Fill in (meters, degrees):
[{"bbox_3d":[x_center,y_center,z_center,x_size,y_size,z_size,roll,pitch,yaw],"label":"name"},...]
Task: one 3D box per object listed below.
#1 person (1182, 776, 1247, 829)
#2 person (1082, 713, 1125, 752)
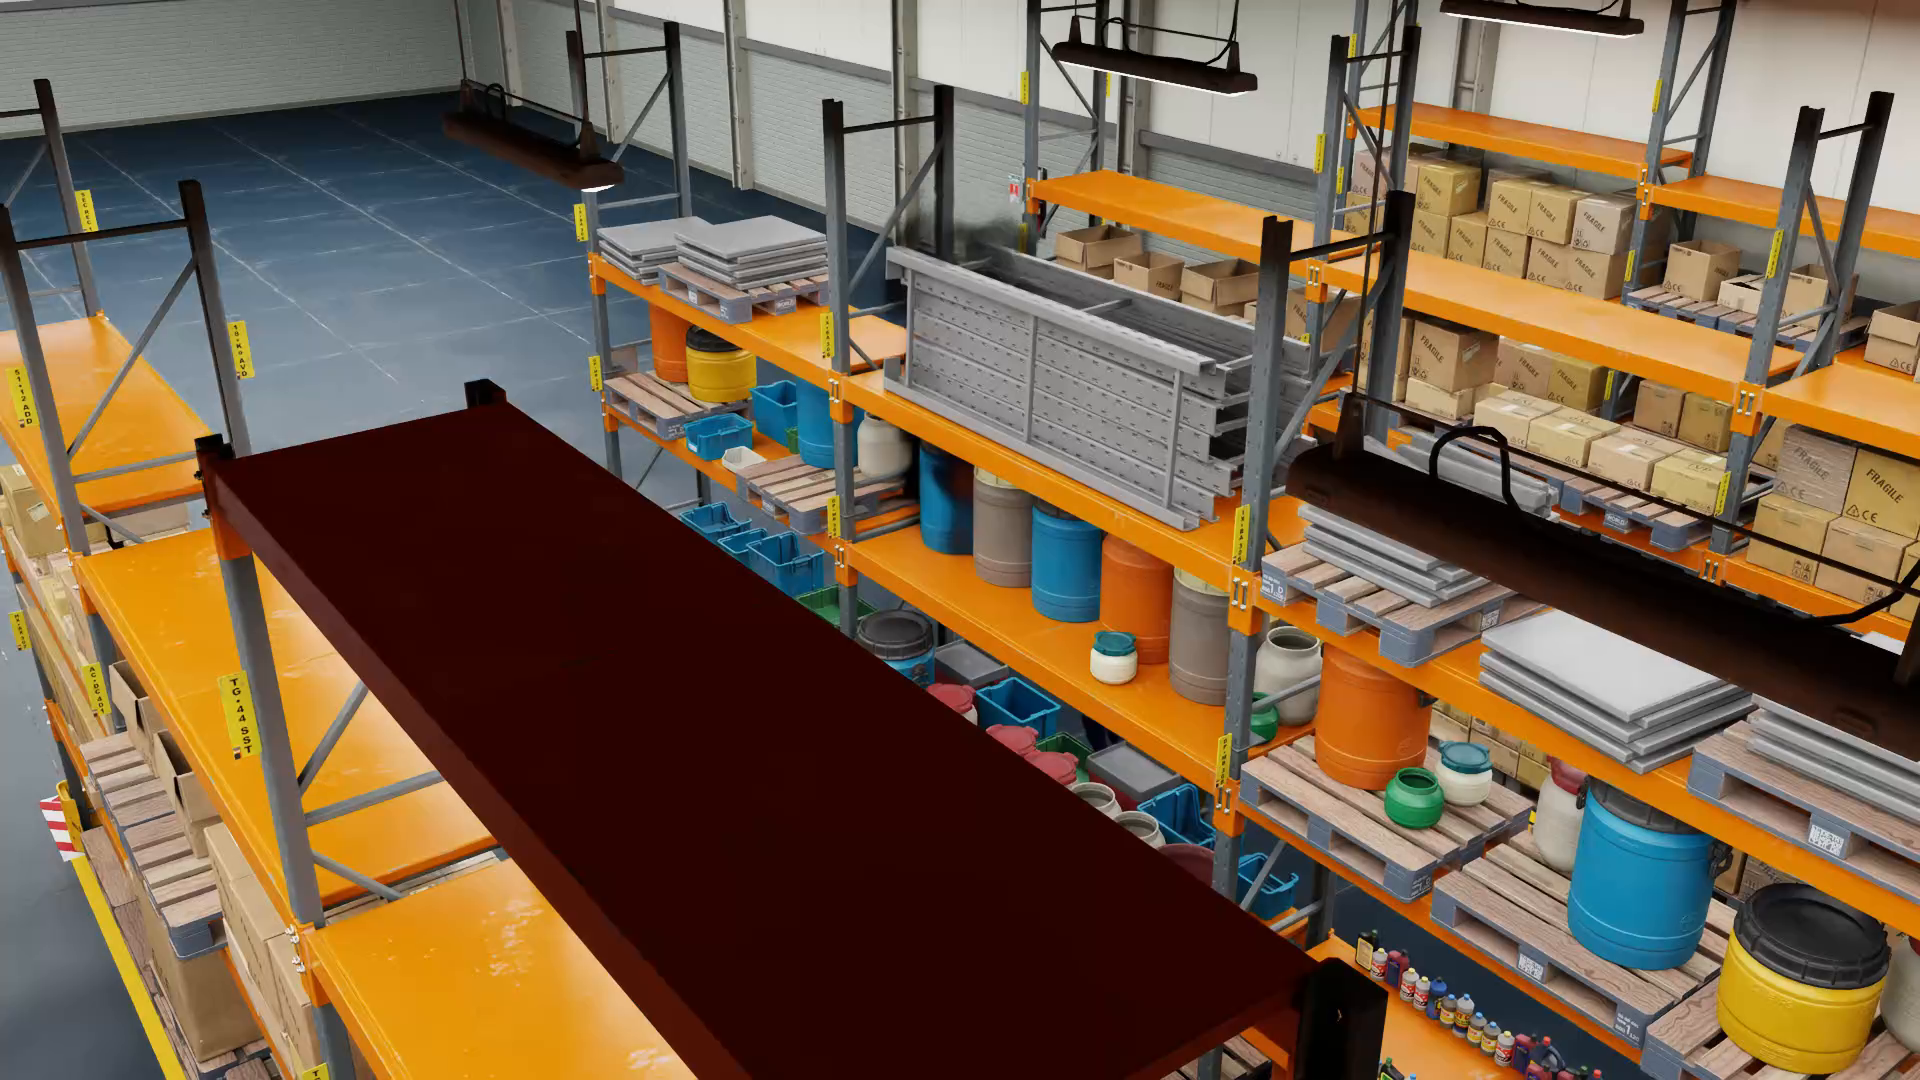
[{"bbox_3d":[1.972,1.476,13.083,0.740,1.911,0.791,-16,29,-31],"label":"person"},{"bbox_3d":[1.211,1.224,13.751,0.596,1.613,0.499,-19,31,-35],"label":"person"}]
